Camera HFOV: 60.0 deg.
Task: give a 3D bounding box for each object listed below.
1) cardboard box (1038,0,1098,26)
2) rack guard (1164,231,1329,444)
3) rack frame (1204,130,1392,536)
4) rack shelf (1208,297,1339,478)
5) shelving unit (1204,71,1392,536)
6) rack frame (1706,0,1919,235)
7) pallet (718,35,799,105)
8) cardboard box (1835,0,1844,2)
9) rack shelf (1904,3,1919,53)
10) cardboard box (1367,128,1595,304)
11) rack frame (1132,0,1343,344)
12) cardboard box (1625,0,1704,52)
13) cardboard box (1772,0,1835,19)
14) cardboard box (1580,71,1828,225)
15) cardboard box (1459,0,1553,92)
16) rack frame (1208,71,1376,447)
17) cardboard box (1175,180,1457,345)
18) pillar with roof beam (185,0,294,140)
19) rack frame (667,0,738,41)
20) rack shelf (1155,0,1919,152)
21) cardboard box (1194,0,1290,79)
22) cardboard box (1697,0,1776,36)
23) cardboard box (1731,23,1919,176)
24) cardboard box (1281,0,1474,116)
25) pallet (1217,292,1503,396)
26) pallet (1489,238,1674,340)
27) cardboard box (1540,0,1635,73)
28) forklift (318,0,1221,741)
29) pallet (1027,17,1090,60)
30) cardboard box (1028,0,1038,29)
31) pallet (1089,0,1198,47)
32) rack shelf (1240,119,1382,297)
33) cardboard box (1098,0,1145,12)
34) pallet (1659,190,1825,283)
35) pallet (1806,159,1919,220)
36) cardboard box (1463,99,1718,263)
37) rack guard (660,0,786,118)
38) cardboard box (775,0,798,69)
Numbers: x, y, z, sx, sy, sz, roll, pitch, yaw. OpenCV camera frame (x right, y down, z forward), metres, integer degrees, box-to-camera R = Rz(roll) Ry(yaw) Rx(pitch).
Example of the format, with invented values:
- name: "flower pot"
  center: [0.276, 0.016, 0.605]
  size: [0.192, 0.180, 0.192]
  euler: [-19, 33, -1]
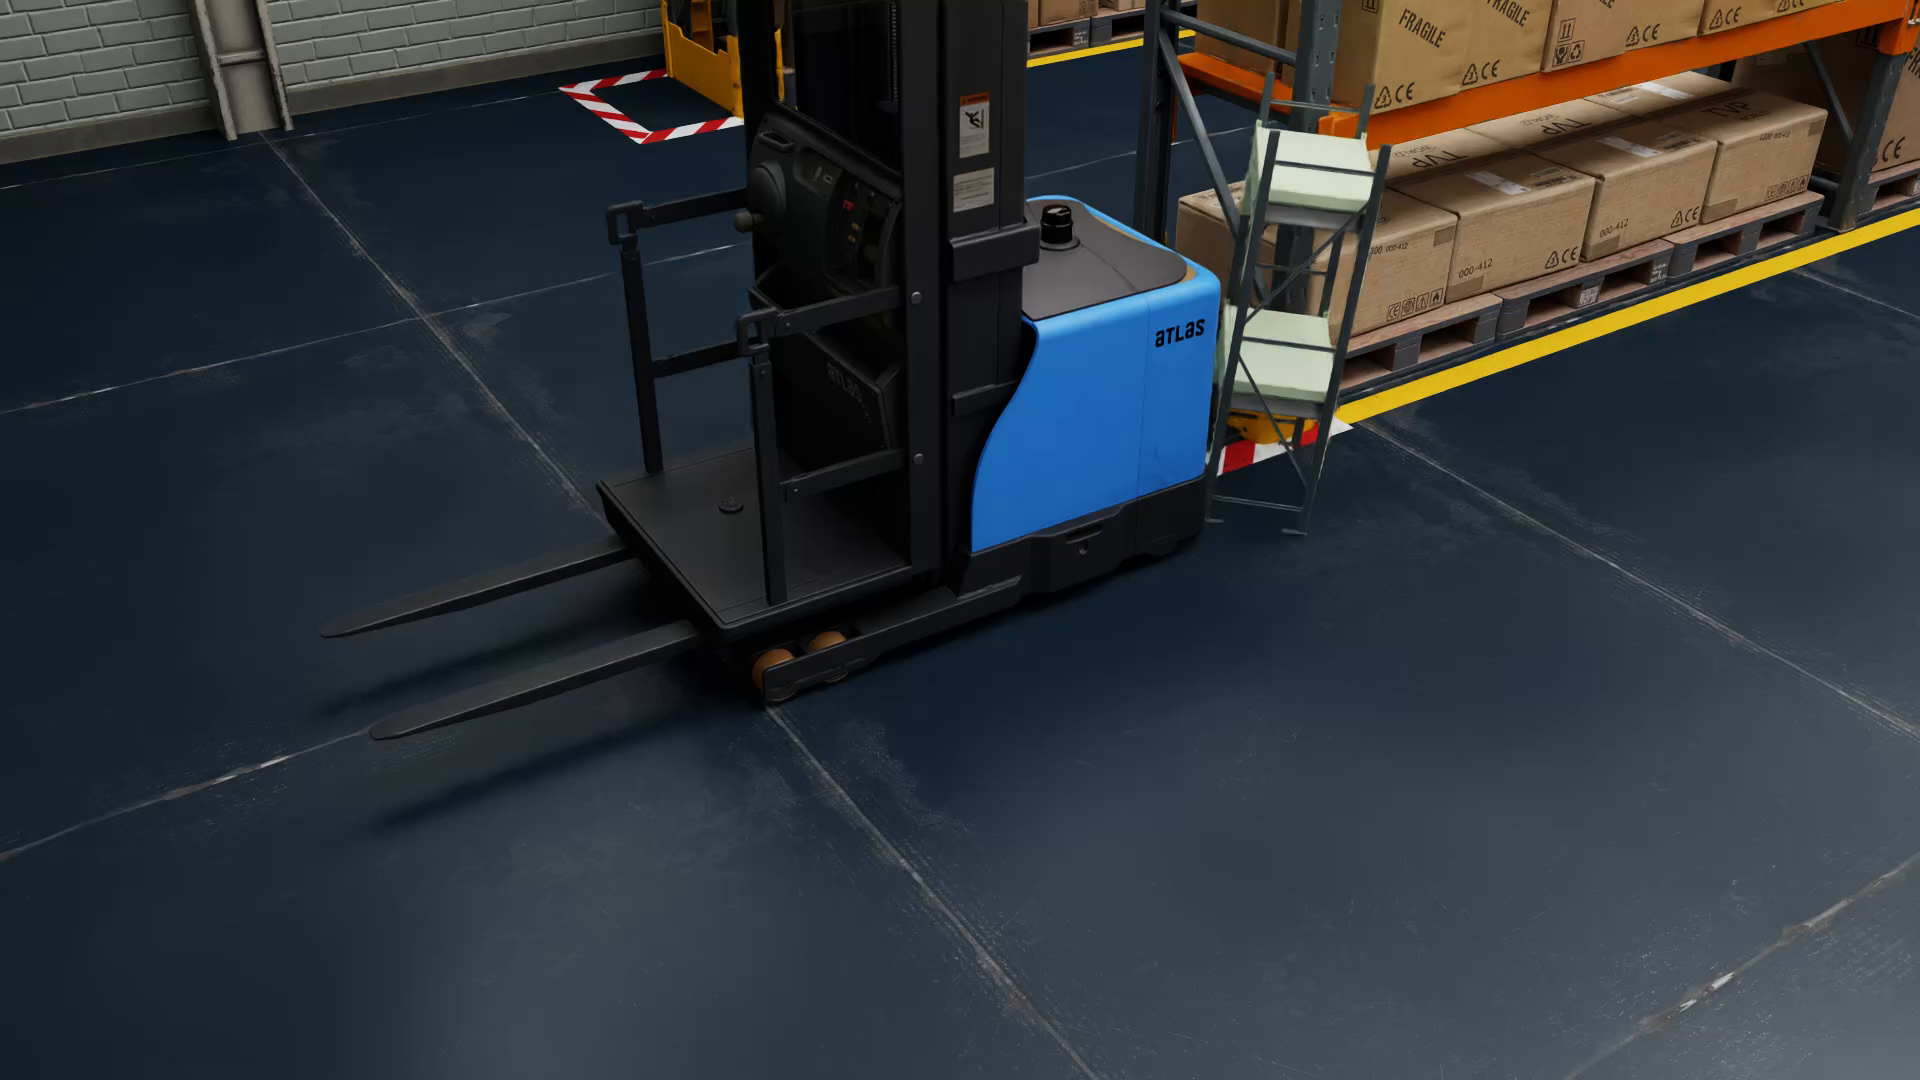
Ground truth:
- name: "cardboard box"
  center: [0.569, -3.979, 11.695]
  size: [0.500, 0.500, 0.700]
  euler: [-20, 38, -29]
- name: "rack guard"
  center: [1.064, -0.905, 7.217]
  size: [0.348, 0.500, 1.175]
  euler: [-19, 37, -27]
- name: "rack frame"
  center: [1.161, -0.686, 5.868]
  size: [0.400, 1.500, 0.023]
  euler: [8, 31, 5]
- name: "rack shelf"
  center: [1.186, -0.593, 6.348]
  size: [0.431, 0.370, 0.720]
  euler: [8, 31, 5]
- name: "shelving unit"
  center: [1.212, -0.871, 6.180]
  size: [0.431, 1.500, 0.755]
  euler: [8, 31, 5]
- name: "rack frame"
  center: [4.446, -3.126, 8.394]
  size: [0.127, 3.000, 1.000]
  euler: [-19, 37, -27]
- name: "pallet"
  center: [-0.875, -3.268, 11.232]
  size: [1.213, 0.211, 1.003]
  euler: [-19, 37, -27]
- name: "cardboard box"
  center: [4.194, -2.919, 7.973]
  size: [0.500, 0.500, 0.500]
  euler: [-19, 37, -27]
- name: "rack shelf"
  center: [6.127, -3.400, 9.502]
  size: [4.000, 0.370, 1.077]
  euler: [-19, 37, -27]
- name: "cardboard box"
  center: [2.349, -1.567, 7.931]
  size: [0.875, 0.438, 0.875]
  euler: [-18, 36, -26]
- name: "rack frame"
  center: [1.084, -1.969, 6.561]
  size: [0.127, 3.000, 1.000]
  euler: [-19, 37, -27]
- name: "cardboard box"
  center: [2.902, -2.472, 7.263]
  size: [0.500, 0.500, 0.500]
  euler: [-18, 36, -26]
- name: "cardboard box"
  center: [3.765, -2.768, 7.733]
  size: [0.500, 0.500, 0.500]
  euler: [-20, 37, -28]
- name: "cardboard box"
  center: [3.860, -2.086, 8.754]
  size: [0.875, 0.438, 0.875]
  euler: [-20, 37, -28]
- name: "cardboard box"
  center: [2.053, -2.180, 6.801]
  size: [0.500, 0.500, 0.500]
  euler: [-20, 37, -28]
- name: "rack frame"
  center: [1.264, -1.055, 6.492]
  size: [0.400, 1.500, 0.023]
  euler: [8, 31, 5]
- name: "cardboard box"
  center: [1.584, -1.299, 7.506]
  size: [0.875, 0.438, 0.875]
  euler: [-20, 38, -29]
- name: "pillar with roof beam"
  center: [-2.031, -4.426, 4.832]
  size: [0.400, 9.000, 9.100]
  euler: [-19, 37, -27]
- name: "rack frame"
  center: [-1.609, -4.194, 10.087]
  size: [0.127, 3.000, 1.000]
  euler: [-19, 37, -27]
- name: "rack shelf"
  center: [2.765, -2.243, 7.669]
  size: [4.000, 0.370, 1.077]
  euler: [-19, 37, -27]
- name: "cardboard box"
  center: [1.346, -2.270, 6.943]
  size: [0.500, 0.500, 0.500]
  euler: [-19, 37, -27]
- name: "cardboard box"
  center: [3.350, -2.616, 7.492]
  size: [0.500, 0.500, 0.500]
  euler: [-20, 37, -28]
- name: "cardboard box"
  center: [4.924, -2.620, 9.189]
  size: [0.875, 0.875, 0.875]
  euler: [-18, 36, -26]
- name: "cardboard box"
  center: [1.643, -2.022, 6.550]
  size: [0.500, 0.500, 0.500]
  euler: [-19, 37, -28]
- name: "pallet"
  center: [1.713, -1.056, 7.727]
  size: [1.213, 0.211, 1.003]
  euler: [-19, 37, -27]
- name: "pallet"
  center: [2.738, -1.407, 8.282]
  size: [1.213, 0.211, 1.003]
  euler: [-19, 37, -27]
- name: "cardboard box"
  center: [2.490, -2.319, 7.022]
  size: [0.500, 0.500, 0.500]
  euler: [-19, 37, -28]
- name: "forklift"
  center: [-0.614, -1.038, 5.148]
  size: [3.031, 2.935, 1.130]
  euler: [-18, 37, -26]
- name: "pallet"
  center: [0.149, -3.618, 11.788]
  size: [1.213, 0.211, 1.003]
  euler: [-19, 37, -27]
- name: "cardboard box"
  center: [0.195, -3.787, 11.391]
  size: [0.500, 0.500, 0.500]
  euler: [-18, 37, -26]
- name: "pallet"
  center: [1.176, -3.973, 12.351]
  size: [1.213, 0.211, 1.003]
  euler: [-19, 37, -27]
- name: "rack shelf"
  center: [1.244, -1.203, 5.978]
  size: [0.431, 0.370, 0.720]
  euler: [8, 31, 5]
- name: "cardboard box"
  center: [1.144, -3.976, 11.910]
  size: [0.258, 0.266, 0.396]
  euler: [-18, 36, -26]
- name: "pallet"
  center: [3.764, -1.762, 8.845]
  size: [1.213, 0.211, 1.003]
  euler: [-19, 37, -27]
- name: "pallet"
  center: [5.054, -2.203, 9.545]
  size: [1.213, 0.211, 1.003]
  euler: [-19, 37, -27]
- name: "cardboard box"
  center: [3.108, -1.827, 8.343]
  size: [0.875, 0.438, 0.875]
  euler: [-20, 37, -29]
- name: "rack guard"
  center: [-1.545, -3.159, 10.789]
  size: [0.348, 0.500, 1.175]
  euler: [-19, 37, -27]
- name: "cardboard box"
  center: [-1.043, -3.450, 10.854]
  size: [0.637, 0.503, 0.797]
  euler: [-21, 38, -29]
